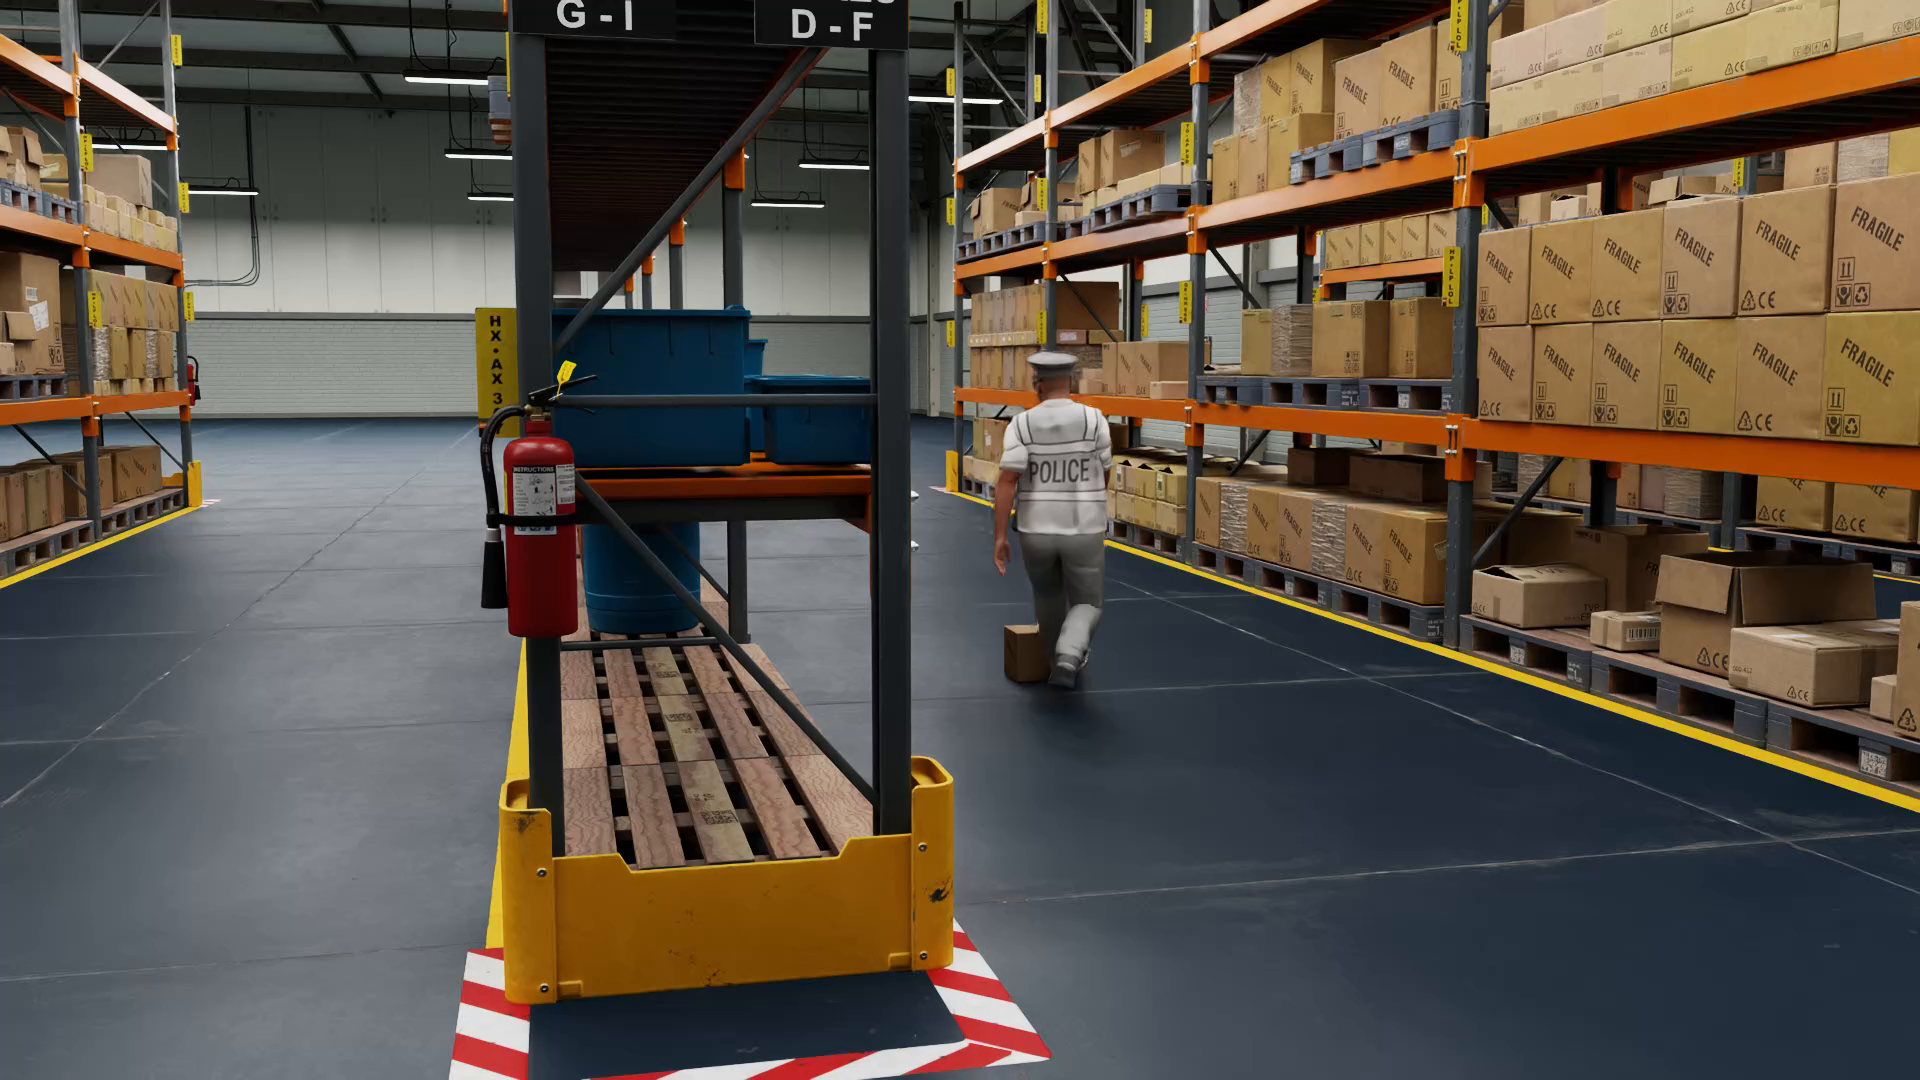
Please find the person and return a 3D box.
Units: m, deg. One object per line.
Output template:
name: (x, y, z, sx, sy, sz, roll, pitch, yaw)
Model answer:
person: (0.483, -0.080, 8.095, 0.534, 1.657, 1.033, 1, 6, 13)
